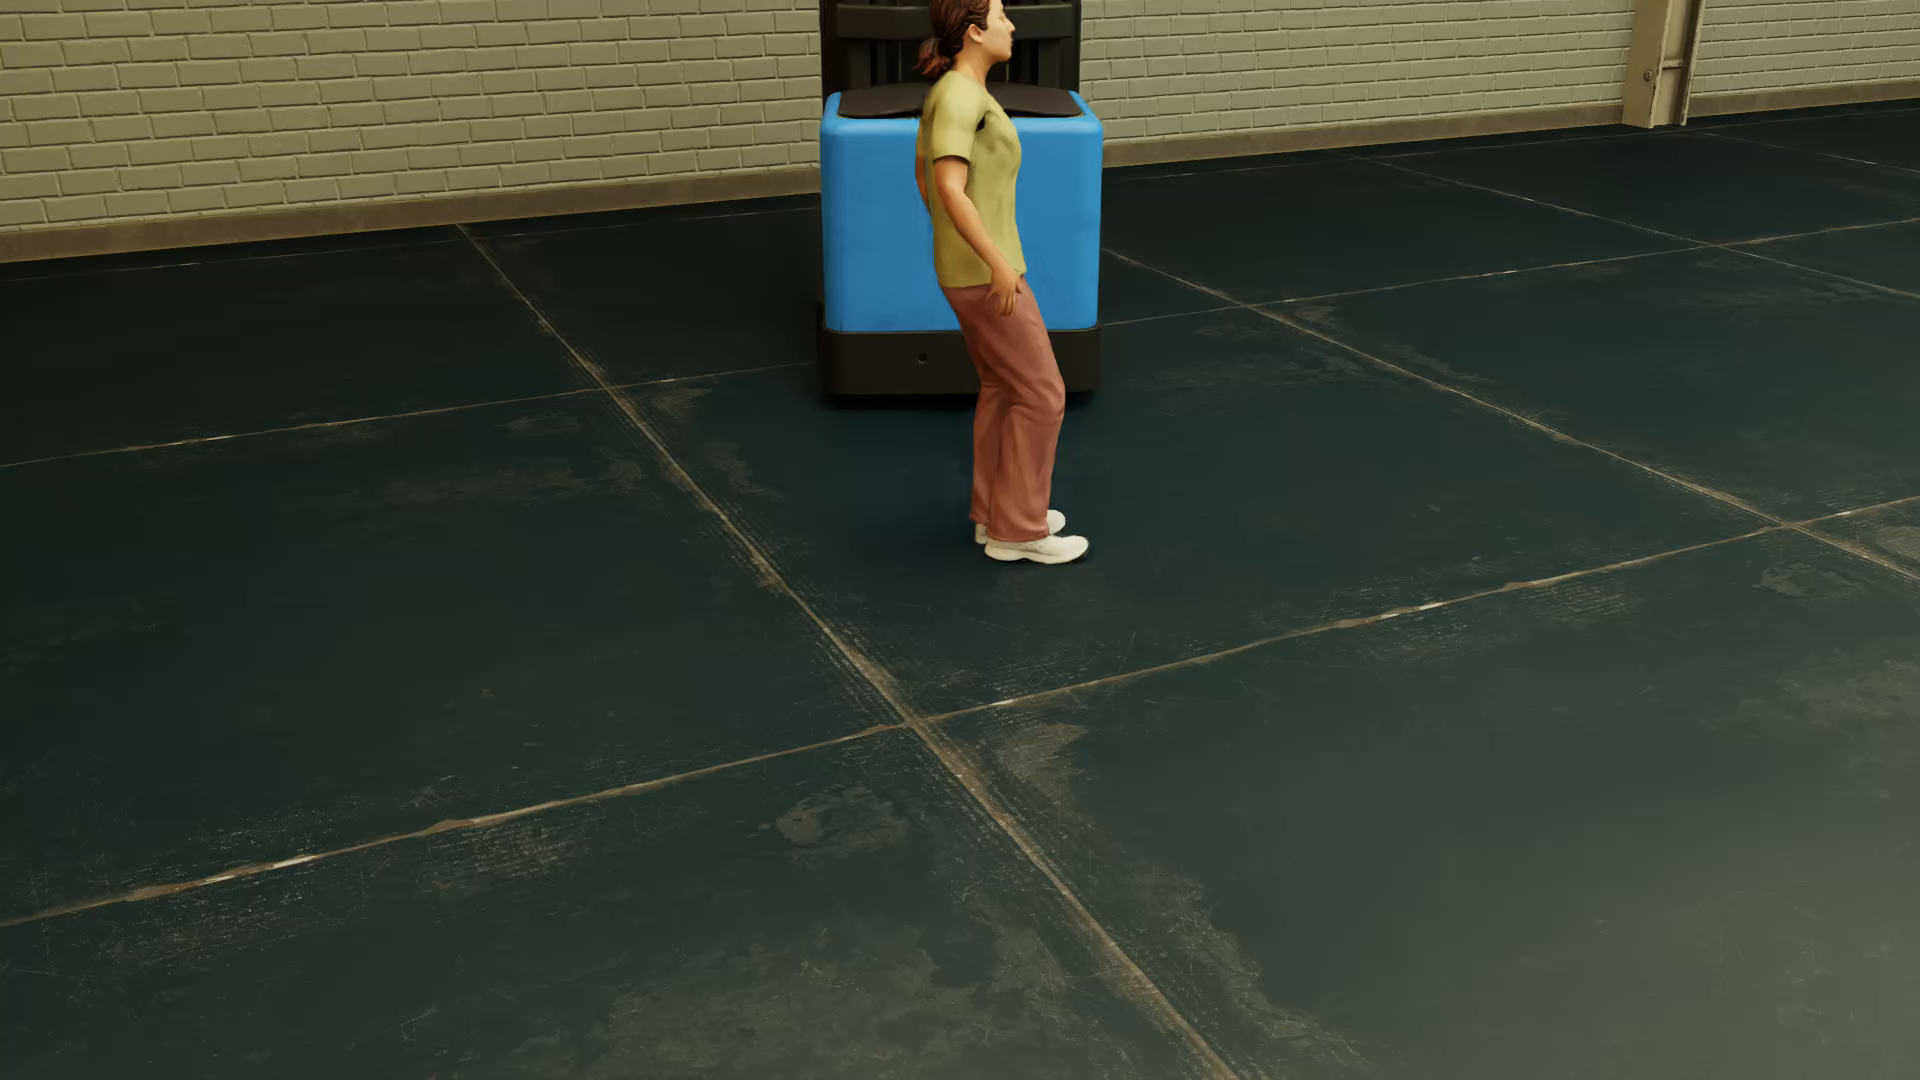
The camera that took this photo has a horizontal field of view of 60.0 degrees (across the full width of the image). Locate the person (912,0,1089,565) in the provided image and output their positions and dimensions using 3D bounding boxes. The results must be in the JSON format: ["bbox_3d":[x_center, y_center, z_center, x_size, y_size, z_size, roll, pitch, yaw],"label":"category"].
[{"bbox_3d":[0.118,-0.757,4.799,0.501,1.657,0.612,-2,23,-5],"label":"person"}]

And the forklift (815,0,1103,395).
[{"bbox_3d":[-0.050,-2.417,7.103,1.130,2.935,3.031,-1,23,-2],"label":"forklift"}]
